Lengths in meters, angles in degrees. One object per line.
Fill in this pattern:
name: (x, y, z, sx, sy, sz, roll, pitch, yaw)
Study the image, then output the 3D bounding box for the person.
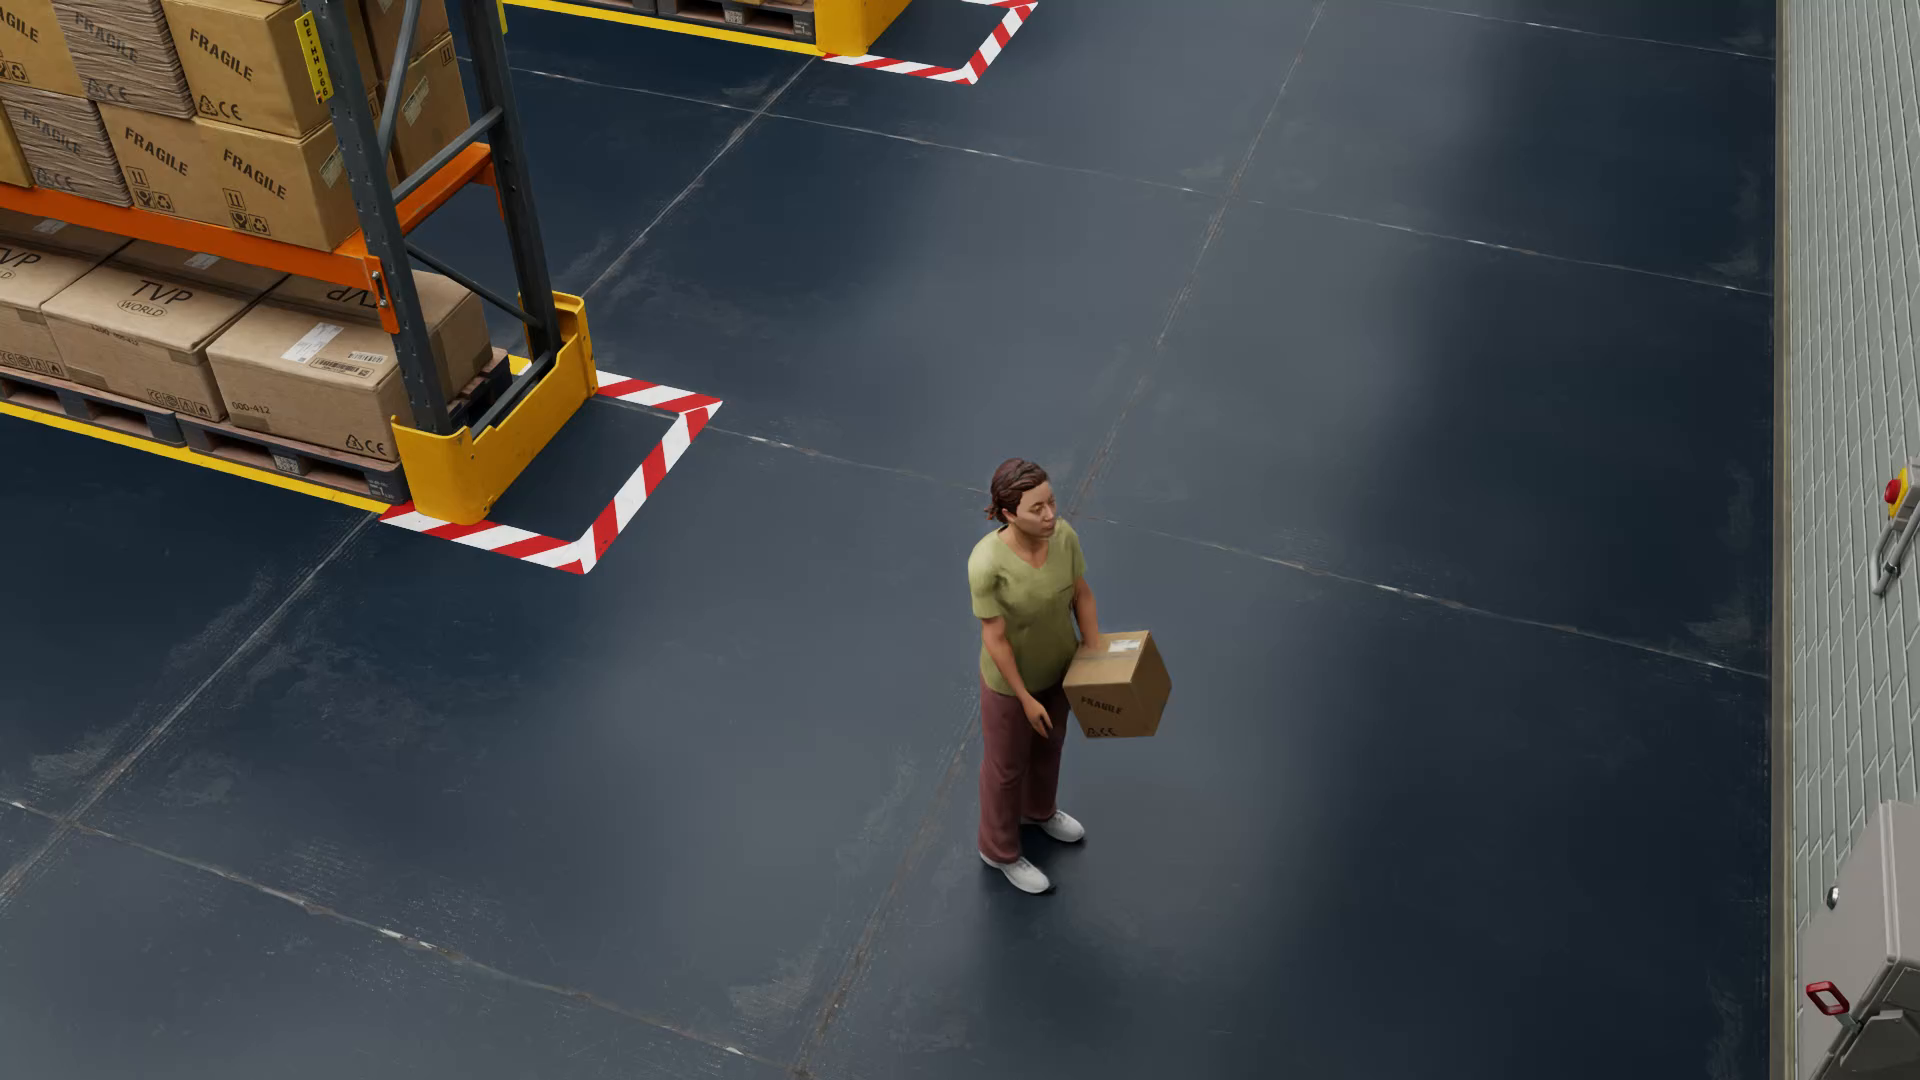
person: (0.260, 0.461, 5.636, 0.482, 1.673, 0.521, -26, 48, -27)
